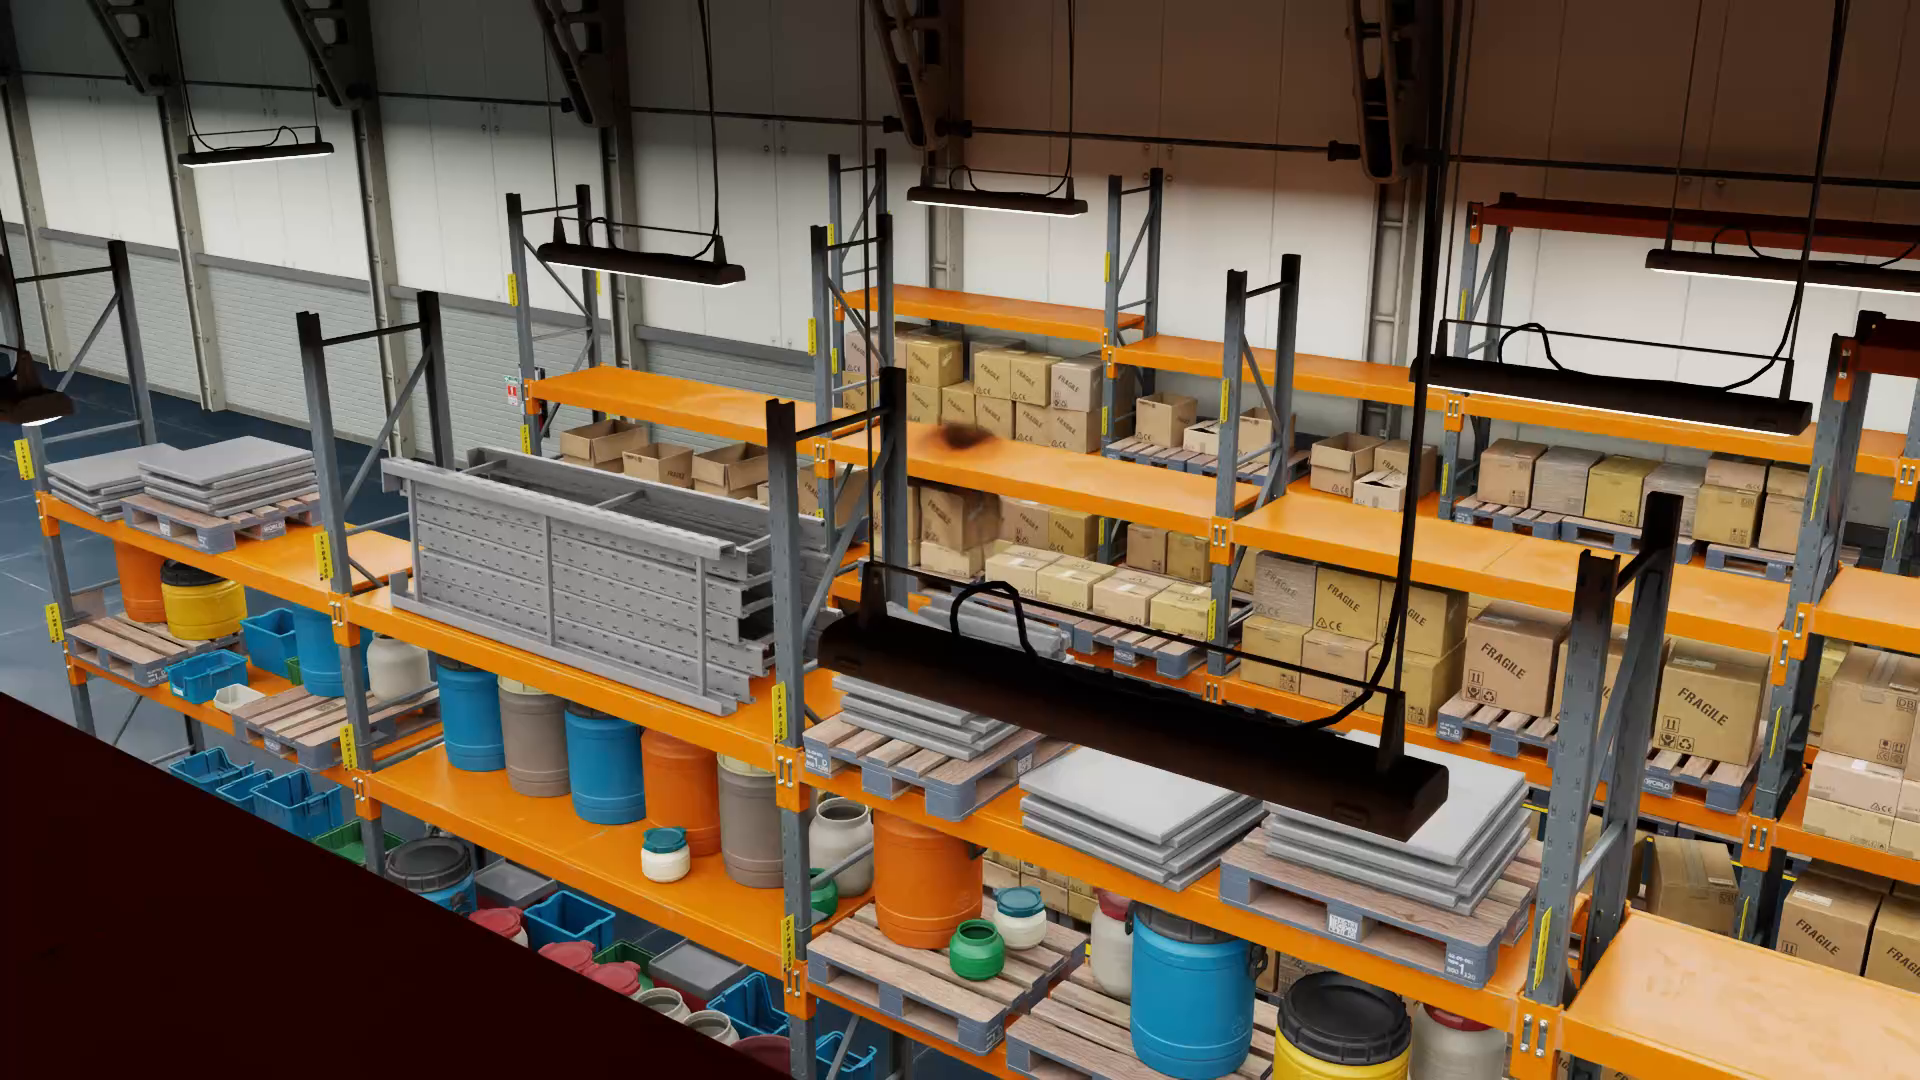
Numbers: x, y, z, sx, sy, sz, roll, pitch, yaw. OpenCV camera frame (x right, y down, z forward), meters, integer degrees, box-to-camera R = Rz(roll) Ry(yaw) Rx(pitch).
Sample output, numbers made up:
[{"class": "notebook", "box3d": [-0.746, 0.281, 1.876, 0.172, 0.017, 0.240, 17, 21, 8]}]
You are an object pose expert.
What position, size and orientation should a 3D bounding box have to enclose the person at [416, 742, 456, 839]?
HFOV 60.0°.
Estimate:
[{"class": "person", "box3d": [-4.976, 2.212, 15.843, 0.582, 1.687, 0.440, 9, 20, 24]}]
